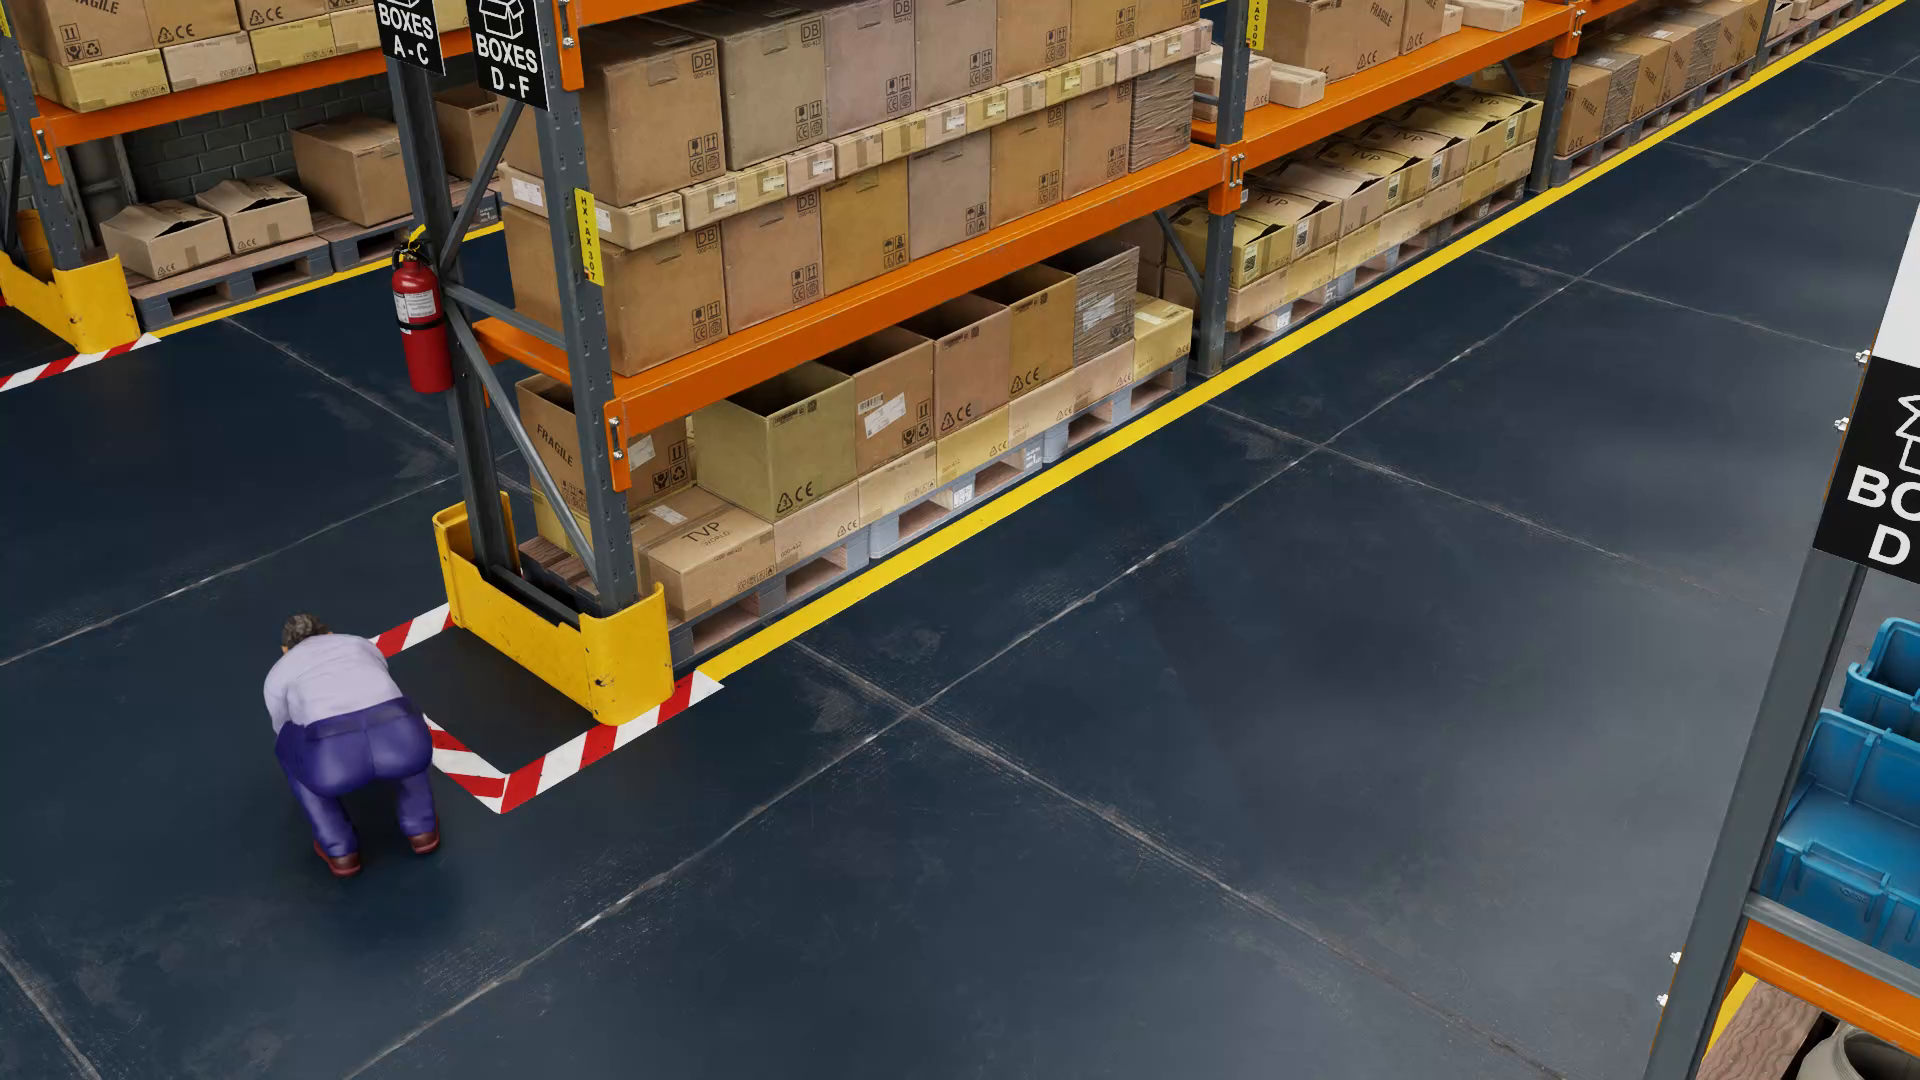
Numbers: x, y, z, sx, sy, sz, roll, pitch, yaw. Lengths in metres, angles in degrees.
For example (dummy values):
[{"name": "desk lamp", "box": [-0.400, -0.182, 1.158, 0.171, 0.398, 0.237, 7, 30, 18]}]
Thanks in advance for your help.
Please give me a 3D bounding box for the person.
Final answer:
[{"name": "person", "box": [-2.147, 0.713, 5.882, 0.511, 0.743, 0.901, -16, 35, -24]}]
